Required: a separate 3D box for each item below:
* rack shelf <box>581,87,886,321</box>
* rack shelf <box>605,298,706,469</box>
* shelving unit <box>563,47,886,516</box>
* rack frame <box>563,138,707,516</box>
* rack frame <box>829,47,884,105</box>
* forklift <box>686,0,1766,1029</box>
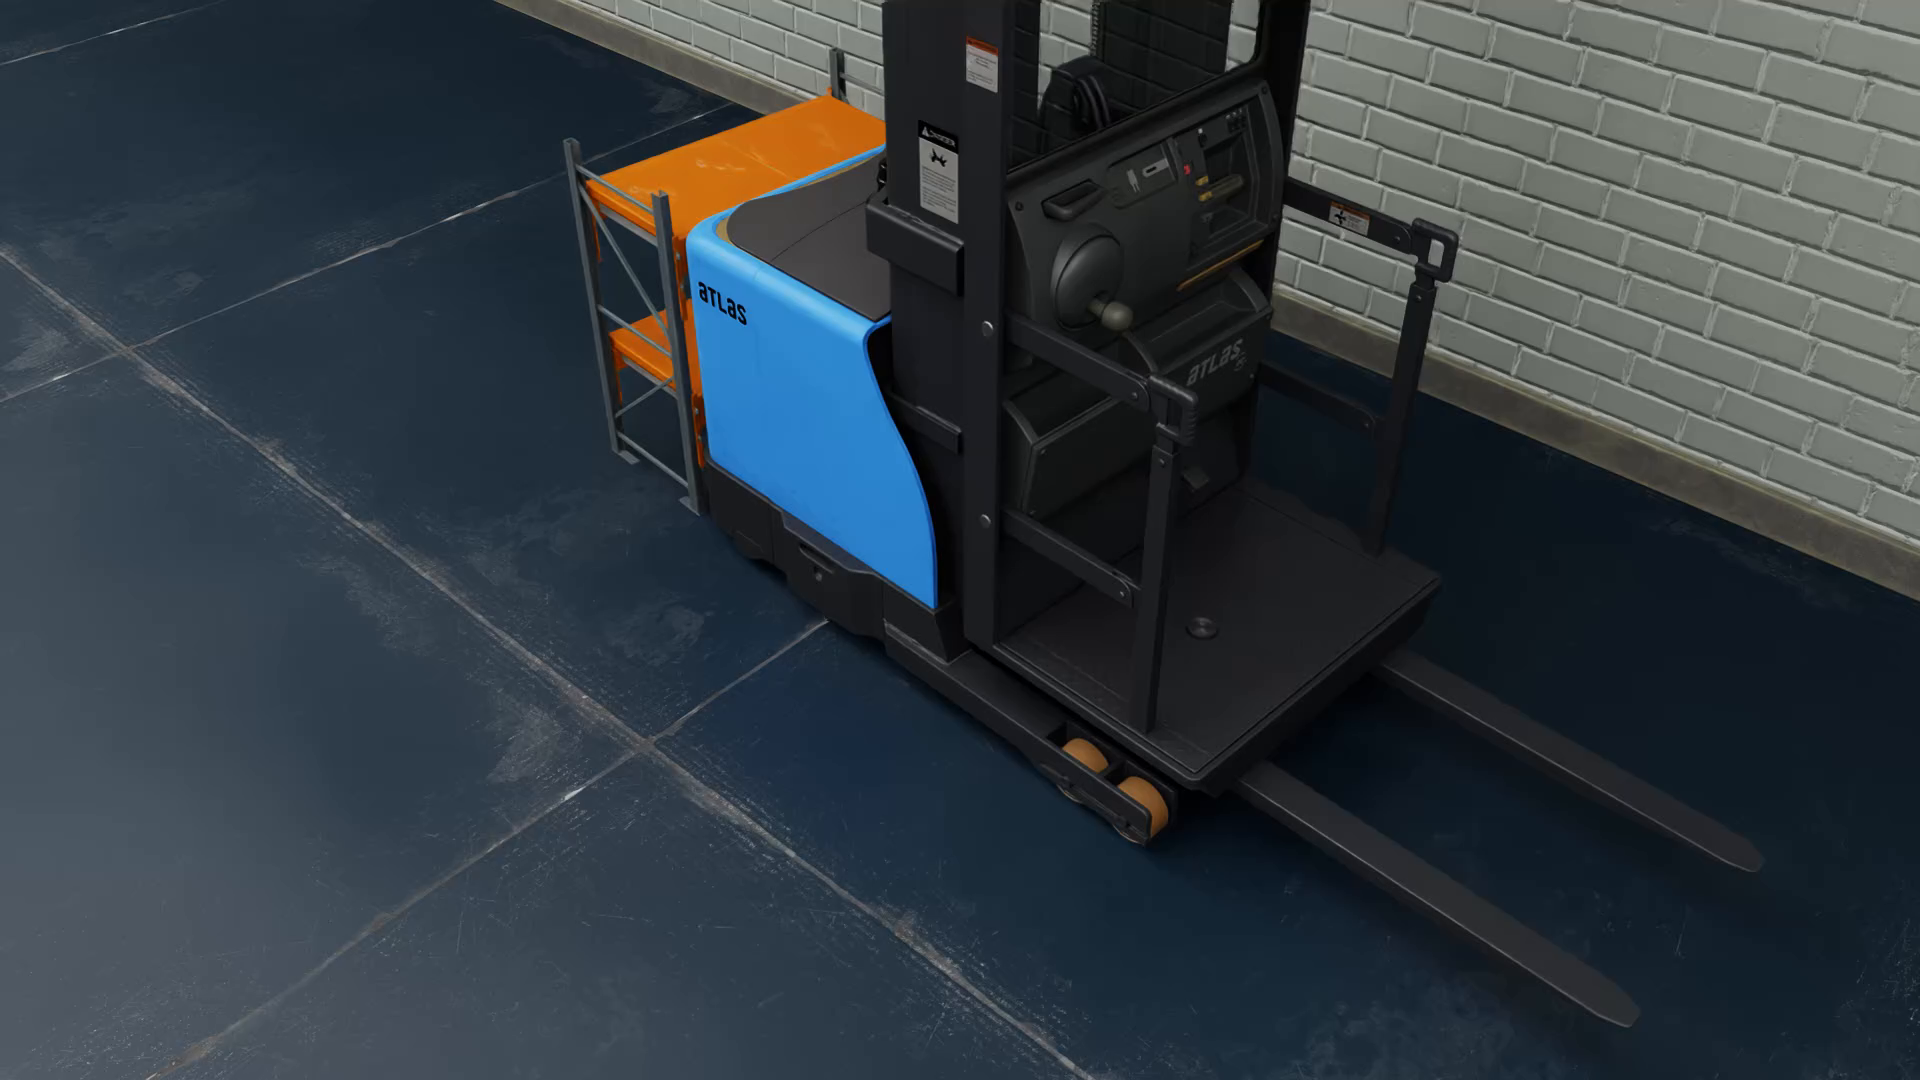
[{"bbox_3d":[-0.625,-1.081,5.235,1.000,0.278,0.538,-30,47,-32],"label":"rack shelf"},{"bbox_3d":[-0.625,-0.661,5.570,1.000,0.278,0.538,-30,47,-32],"label":"rack shelf"},{"bbox_3d":[-0.625,-0.852,5.418,1.048,1.125,0.538,-30,47,-32],"label":"shelving unit"},{"bbox_3d":[-0.998,-0.637,5.147,0.032,1.125,0.500,-30,47,-32],"label":"rack frame"},{"bbox_3d":[-0.251,-1.067,5.688,0.032,1.125,0.500,-30,47,-32],"label":"rack frame"},{"bbox_3d":[0.610,-0.738,3.823,1.130,2.935,3.031,-32,48,-33],"label":"forklift"}]
